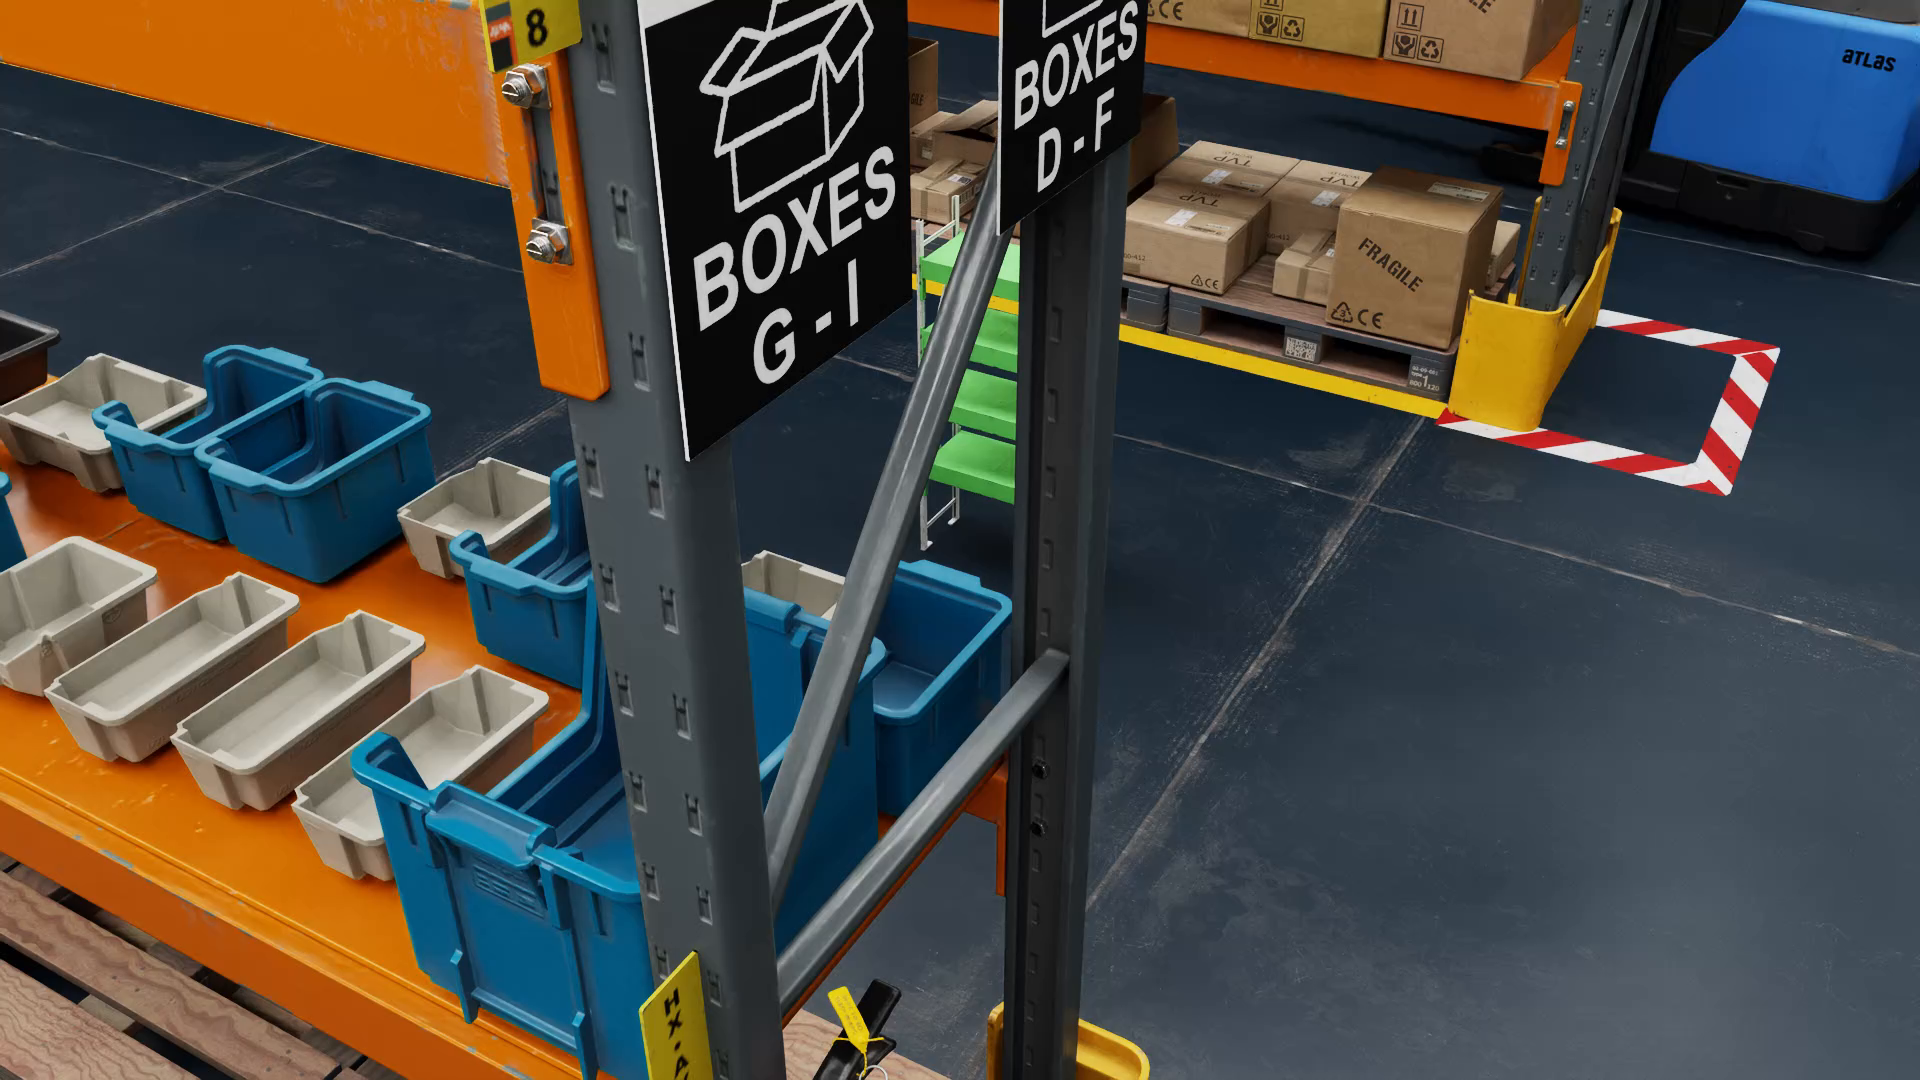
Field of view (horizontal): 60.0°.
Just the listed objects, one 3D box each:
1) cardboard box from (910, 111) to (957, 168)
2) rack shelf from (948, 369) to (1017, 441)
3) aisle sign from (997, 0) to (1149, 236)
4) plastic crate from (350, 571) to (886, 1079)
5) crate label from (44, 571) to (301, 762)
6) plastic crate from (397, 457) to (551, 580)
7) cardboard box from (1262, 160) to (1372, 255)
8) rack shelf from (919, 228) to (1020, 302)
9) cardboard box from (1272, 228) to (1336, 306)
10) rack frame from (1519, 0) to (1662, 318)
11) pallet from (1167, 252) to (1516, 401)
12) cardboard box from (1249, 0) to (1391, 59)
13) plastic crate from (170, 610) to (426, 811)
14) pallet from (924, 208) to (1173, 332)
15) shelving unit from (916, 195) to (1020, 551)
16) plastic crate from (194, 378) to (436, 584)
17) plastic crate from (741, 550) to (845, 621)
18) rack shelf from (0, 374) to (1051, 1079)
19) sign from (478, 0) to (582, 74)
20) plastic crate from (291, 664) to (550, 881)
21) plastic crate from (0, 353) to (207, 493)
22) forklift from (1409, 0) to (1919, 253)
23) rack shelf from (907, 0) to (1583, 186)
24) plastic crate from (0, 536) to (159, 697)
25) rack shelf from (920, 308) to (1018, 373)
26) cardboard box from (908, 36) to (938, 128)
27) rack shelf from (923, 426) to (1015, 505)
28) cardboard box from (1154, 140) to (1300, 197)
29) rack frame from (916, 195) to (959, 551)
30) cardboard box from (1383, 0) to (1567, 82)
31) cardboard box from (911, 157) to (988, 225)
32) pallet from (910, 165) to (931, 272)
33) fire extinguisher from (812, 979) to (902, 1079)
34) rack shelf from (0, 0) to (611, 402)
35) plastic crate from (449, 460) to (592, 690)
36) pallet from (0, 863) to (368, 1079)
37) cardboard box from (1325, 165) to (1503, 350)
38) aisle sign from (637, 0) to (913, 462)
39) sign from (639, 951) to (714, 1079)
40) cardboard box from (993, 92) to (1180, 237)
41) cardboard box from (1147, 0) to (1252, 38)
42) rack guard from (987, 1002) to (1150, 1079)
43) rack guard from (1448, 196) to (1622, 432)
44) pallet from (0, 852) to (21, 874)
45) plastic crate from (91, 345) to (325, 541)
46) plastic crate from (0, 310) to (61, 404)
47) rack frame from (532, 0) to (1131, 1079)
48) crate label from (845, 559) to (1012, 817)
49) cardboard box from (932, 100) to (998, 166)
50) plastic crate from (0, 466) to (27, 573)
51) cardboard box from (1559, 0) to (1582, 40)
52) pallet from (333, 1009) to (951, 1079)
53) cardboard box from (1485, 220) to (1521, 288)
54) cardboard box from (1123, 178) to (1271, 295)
[{"bbox_3d":[-0.089,-1.958,8.159,0.250,0.149,0.380,18,37,24],"label":"cardboard box"},{"bbox_3d":[0.144,-0.401,5.384,0.480,0.148,0.258,18,37,24],"label":"rack shelf"},{"bbox_3d":[0.142,-0.778,1.867,0.004,0.787,0.394,18,37,24],"label":"aisle sign"},{"bbox_3d":[-0.451,0.385,2.380,0.499,0.435,0.616,18,37,24],"label":"plastic crate"},{"bbox_3d":[-1.364,0.223,2.893,0.243,0.136,0.396,18,37,24],"label":"crate label"},{"bbox_3d":[-0.945,-0.029,3.272,0.298,0.136,0.250,18,37,24],"label":"plastic crate"},{"bbox_3d":[1.628,-1.418,7.257,0.500,0.250,0.500,18,37,24],"label":"cardboard box"},{"bbox_3d":[0.144,-0.800,5.118,0.480,0.148,0.258,18,37,24],"label":"rack shelf"},{"bbox_3d":[1.492,-1.145,6.923,0.250,0.166,0.380,18,37,24],"label":"cardboard box"},{"bbox_3d":[2.393,-1.956,5.981,0.127,3.000,1.000,18,37,24],"label":"rack frame"},{"bbox_3d":[1.635,-1.035,7.114,1.213,0.211,1.003,18,37,24],"label":"pallet"},{"bbox_3d":[1.417,-2.131,6.153,0.500,0.500,0.500,18,38,25],"label":"cardboard box"},{"bbox_3d":[-1.110,0.288,2.795,0.243,0.136,0.396,18,37,24],"label":"plastic crate"},{"bbox_3d":[0.579,-1.371,7.618,1.213,0.211,1.003,18,37,24],"label":"pallet"},{"bbox_3d":[0.144,-0.454,5.349,0.503,1.200,0.258,18,37,24],"label":"shelving unit"},{"bbox_3d":[-1.262,-0.117,3.316,0.300,0.233,0.416,18,37,24],"label":"plastic crate"},{"bbox_3d":[-0.356,0.157,2.991,0.298,0.136,0.250,18,37,24],"label":"plastic crate"},{"bbox_3d":[-1.804,0.176,3.428,4.000,0.370,1.077,18,37,24],"label":"rack shelf"},{"bbox_3d":[-0.327,-0.509,1.196,0.005,0.325,0.100,18,37,24],"label":"sign"},{"bbox_3d":[-0.866,0.374,2.665,0.243,0.136,0.396,18,37,24],"label":"plastic crate"},{"bbox_3d":[-1.880,-0.254,3.609,0.466,0.136,0.293,18,37,24],"label":"plastic crate"},{"bbox_3d":[3.305,-3.216,7.935,3.031,2.935,1.130,25,41,33],"label":"forklift"},{"bbox_3d":[0.657,-2.206,7.006,4.000,0.370,1.077,18,37,24],"label":"rack shelf"},{"bbox_3d":[-1.630,0.150,3.002,0.250,0.136,0.298,18,37,24],"label":"plastic crate"},{"bbox_3d":[0.144,-0.600,5.251,0.480,0.148,0.258,18,37,24],"label":"rack shelf"},{"bbox_3d":[-0.444,-2.178,8.173,0.500,0.500,0.500,18,37,24],"label":"cardboard box"},{"bbox_3d":[0.144,-0.201,5.518,0.480,0.148,0.258,18,37,24],"label":"rack shelf"},{"bbox_3d":[1.194,-1.556,7.464,0.500,0.250,0.500,18,37,24],"label":"cardboard box"},{"bbox_3d":[-0.068,-0.521,5.450,0.015,1.200,0.240,18,37,24],"label":"rack frame"},{"bbox_3d":[1.869,-1.990,5.941,0.500,0.500,0.500,19,38,26],"label":"cardboard box"},{"bbox_3d":[-0.067,-1.607,7.616,0.250,0.166,0.380,18,37,24],"label":"cardboard box"},{"bbox_3d":[-0.484,-1.706,8.121,1.213,0.211,1.003,18,37,24],"label":"pallet"},{"bbox_3d":[-0.162,0.874,2.137,0.183,0.674,0.296,18,37,24],"label":"fire extinguisher"},{"bbox_3d":[-1.804,-1.072,2.597,4.000,0.370,1.077,18,37,24],"label":"rack shelf"},{"bbox_3d":[-0.690,0.064,3.044,0.300,0.233,0.416,18,37,24],"label":"plastic crate"},{"bbox_3d":[-1.820,1.006,4.049,1.213,0.211,1.003,18,37,24],"label":"pallet"},{"bbox_3d":[1.799,-1.130,6.598,0.500,0.500,0.500,18,37,24],"label":"cardboard box"},{"bbox_3d":[-0.151,-0.494,1.441,0.004,0.787,0.394,18,37,24],"label":"aisle sign"},{"bbox_3d":[-0.327,0.628,1.953,0.005,0.325,0.100,18,37,24],"label":"sign"},{"bbox_3d":[0.554,-1.686,7.431,0.637,0.503,0.797,18,37,24],"label":"cardboard box"},{"bbox_3d":[0.987,-2.270,6.363,0.500,0.500,0.500,18,38,25],"label":"cardboard box"},{"bbox_3d":[-0.040,1.468,3.095,0.348,0.500,1.175,18,37,24],"label":"rack guard"},{"bbox_3d":[2.327,-0.936,6.705,0.348,0.500,1.175,18,37,24],"label":"rack guard"},{"bbox_3d":[-2.883,0.671,4.552,1.213,0.211,1.003,18,37,24],"label":"pallet"},{"bbox_3d":[-1.523,-0.199,3.440,0.300,0.233,0.416,18,37,24],"label":"plastic crate"},{"bbox_3d":[-2.436,-0.405,3.846,0.590,0.125,0.437,18,37,24],"label":"plastic crate"},{"bbox_3d":[-0.069,0.428,2.400,0.053,2.616,0.949,18,37,24],"label":"rack frame"},{"bbox_3d":[-0.119,0.245,2.772,0.303,0.233,0.416,18,37,24],"label":"crate label"},{"bbox_3d":[0.207,-1.893,7.916,0.500,0.311,0.500,18,37,24],"label":"cardboard box"},{"bbox_3d":[-1.978,0.030,3.095,0.300,0.233,0.416,18,37,24],"label":"plastic crate"},{"bbox_3d":[2.139,-2.246,6.327,0.500,0.500,0.500,18,38,25],"label":"cardboard box"},{"bbox_3d":[-0.765,1.342,3.544,1.213,0.211,1.003,18,37,24],"label":"pallet"},{"bbox_3d":[2.200,-1.233,7.070,0.250,0.149,0.380,18,37,24],"label":"cardboard box"},{"bbox_3d":[0.989,-1.301,7.082,0.500,0.250,0.500,18,37,24],"label":"cardboard box"}]
